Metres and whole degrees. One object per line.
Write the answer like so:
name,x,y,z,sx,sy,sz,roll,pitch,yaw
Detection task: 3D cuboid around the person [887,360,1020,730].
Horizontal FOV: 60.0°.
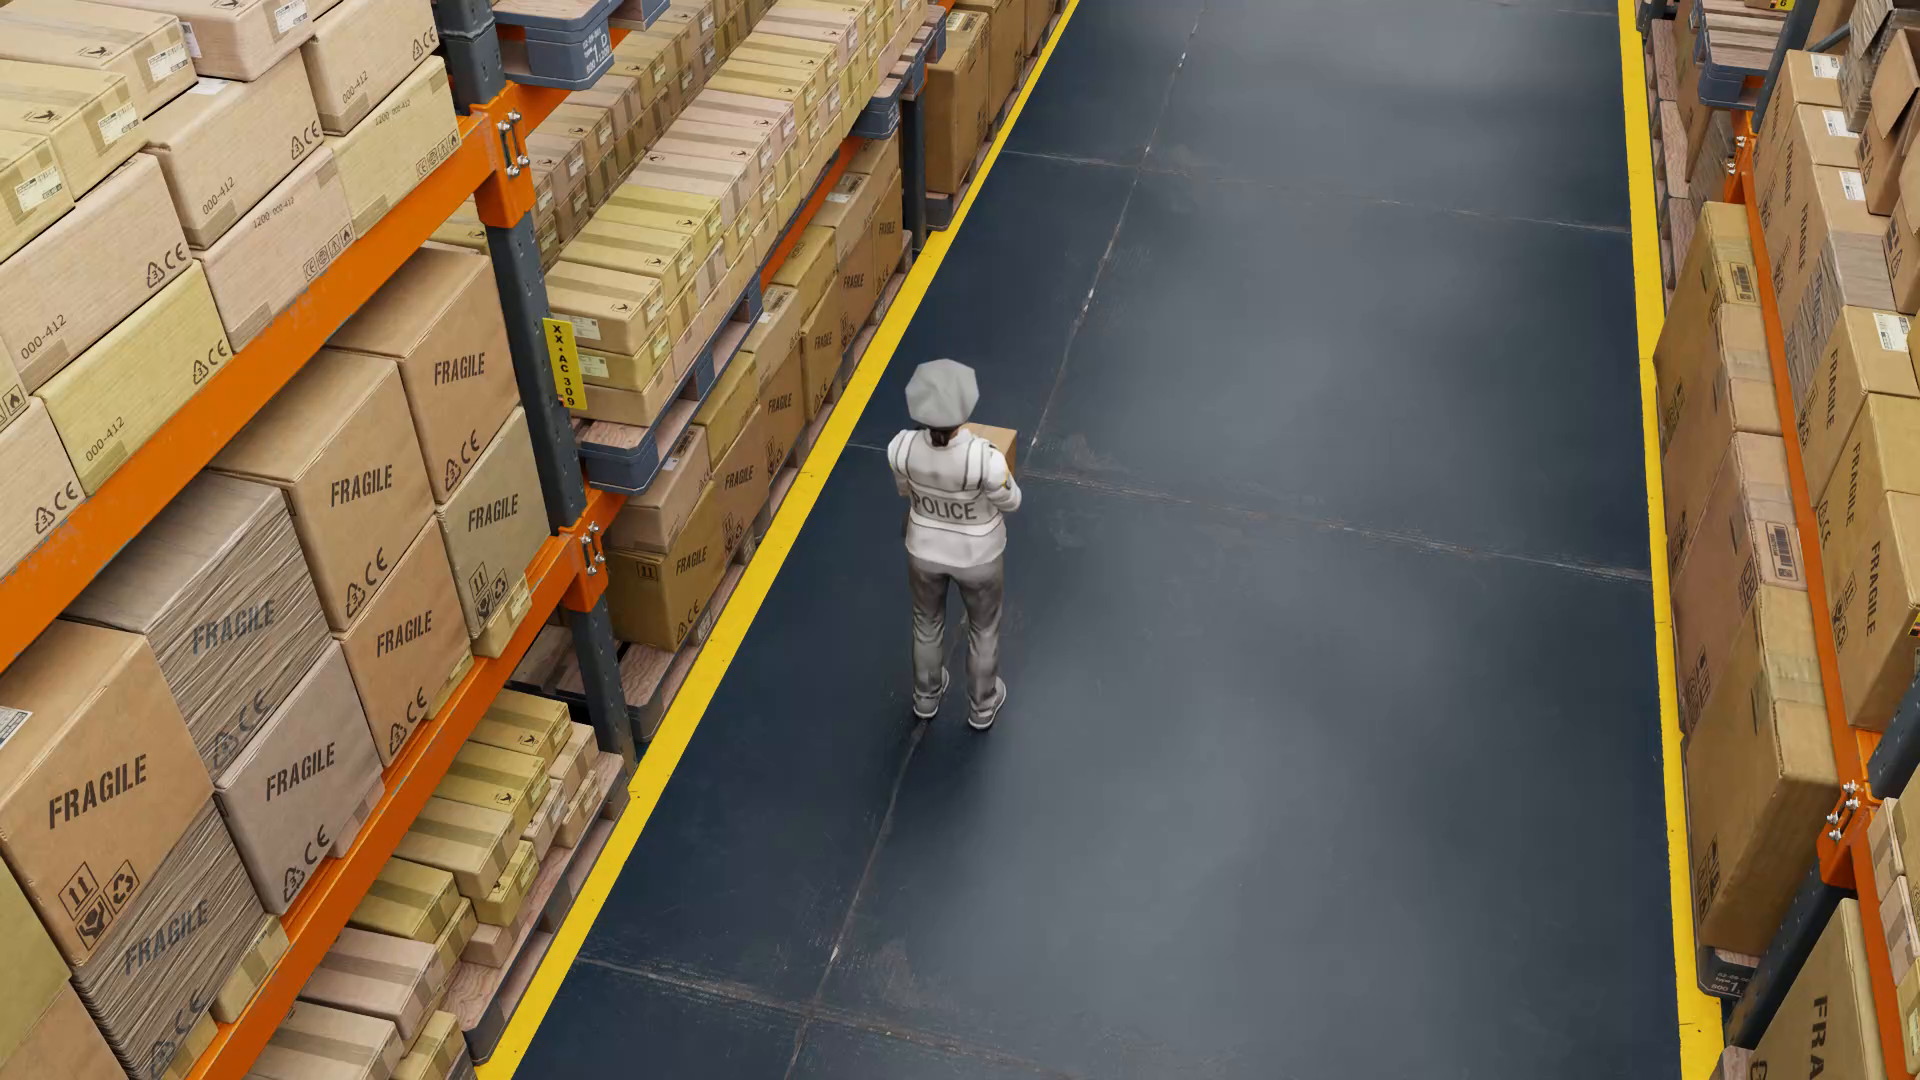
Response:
person,-0.007,-0.010,6.149,0.461,1.686,0.563,10,42,11
